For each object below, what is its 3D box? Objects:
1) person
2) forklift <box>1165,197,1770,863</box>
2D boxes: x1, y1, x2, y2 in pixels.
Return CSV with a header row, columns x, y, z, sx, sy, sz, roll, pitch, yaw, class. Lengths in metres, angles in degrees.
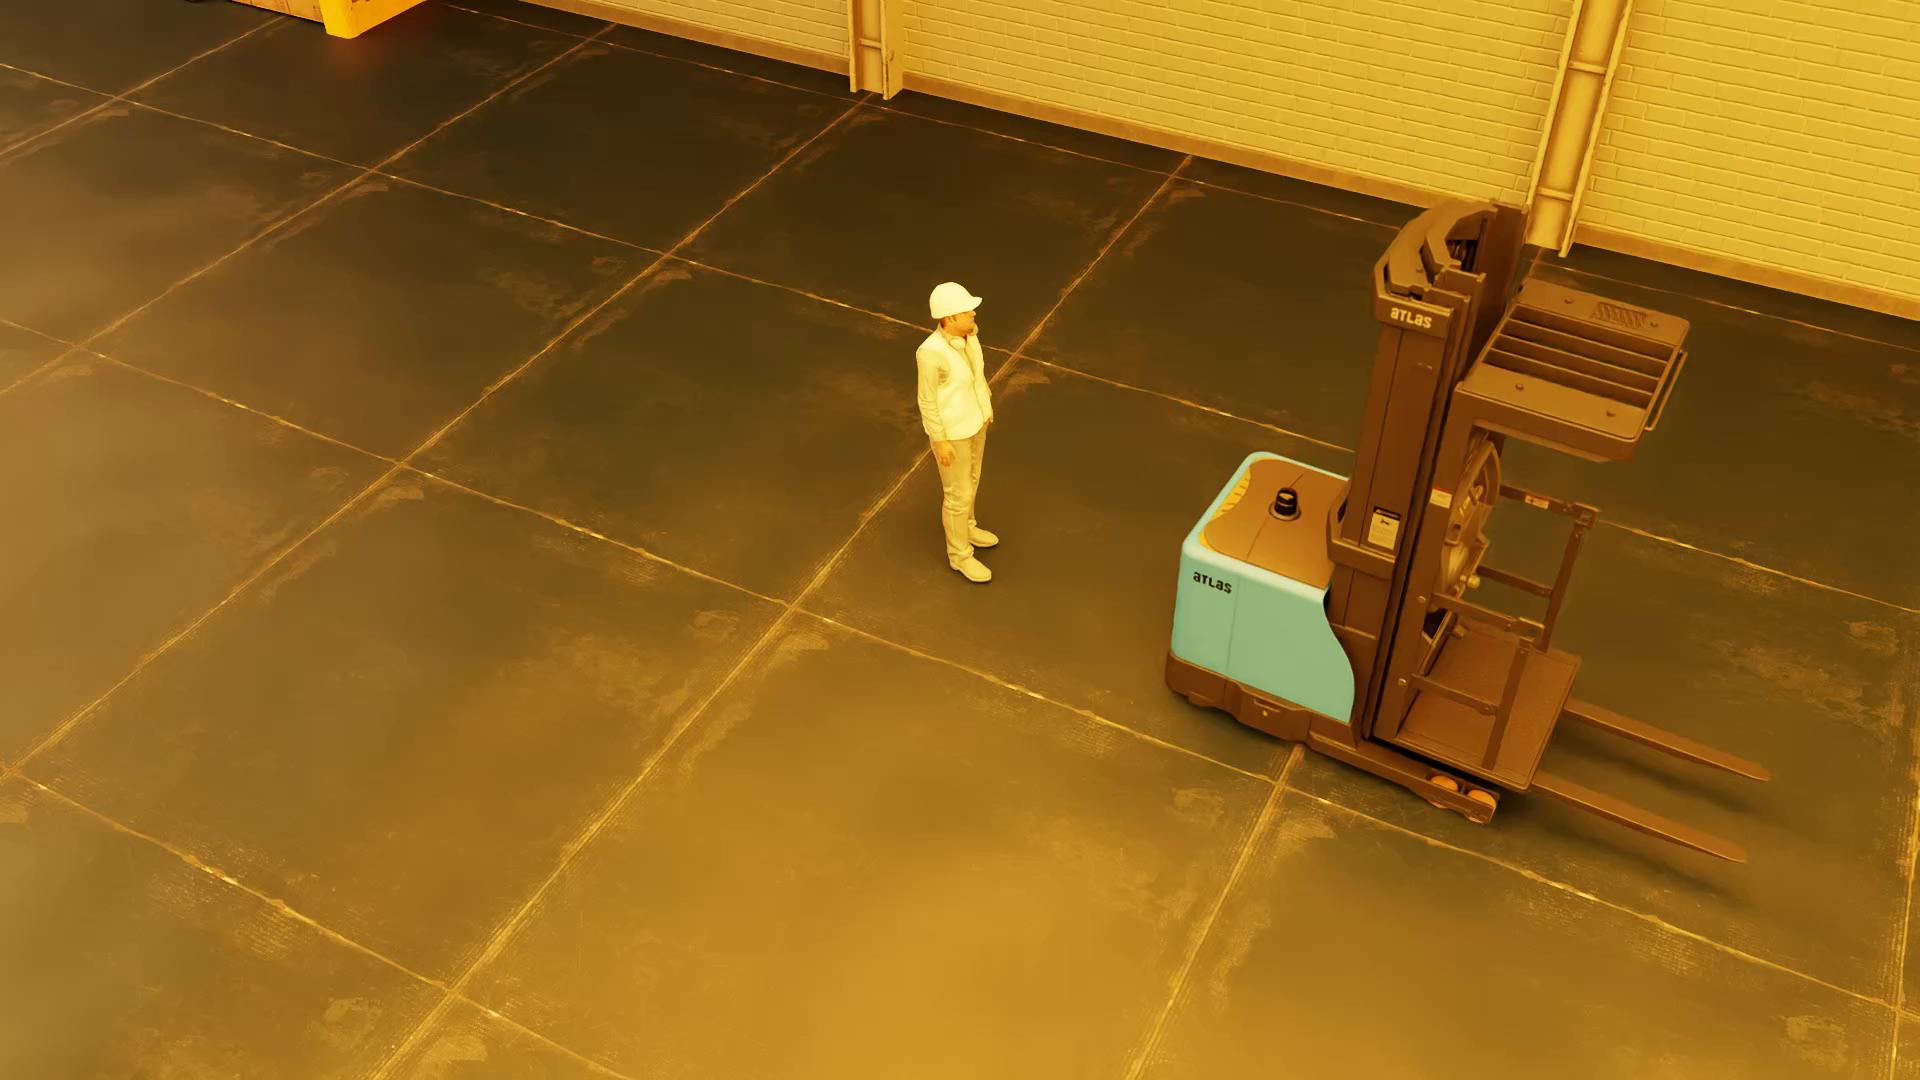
x,y,z,sx,sy,sz,roll,pitch,yaw,class
0.053,-0.661,9.659,0.566,1.775,0.633,18,43,21,person
2.669,-0.065,8.064,3.031,2.935,1.130,21,44,23,forklift
